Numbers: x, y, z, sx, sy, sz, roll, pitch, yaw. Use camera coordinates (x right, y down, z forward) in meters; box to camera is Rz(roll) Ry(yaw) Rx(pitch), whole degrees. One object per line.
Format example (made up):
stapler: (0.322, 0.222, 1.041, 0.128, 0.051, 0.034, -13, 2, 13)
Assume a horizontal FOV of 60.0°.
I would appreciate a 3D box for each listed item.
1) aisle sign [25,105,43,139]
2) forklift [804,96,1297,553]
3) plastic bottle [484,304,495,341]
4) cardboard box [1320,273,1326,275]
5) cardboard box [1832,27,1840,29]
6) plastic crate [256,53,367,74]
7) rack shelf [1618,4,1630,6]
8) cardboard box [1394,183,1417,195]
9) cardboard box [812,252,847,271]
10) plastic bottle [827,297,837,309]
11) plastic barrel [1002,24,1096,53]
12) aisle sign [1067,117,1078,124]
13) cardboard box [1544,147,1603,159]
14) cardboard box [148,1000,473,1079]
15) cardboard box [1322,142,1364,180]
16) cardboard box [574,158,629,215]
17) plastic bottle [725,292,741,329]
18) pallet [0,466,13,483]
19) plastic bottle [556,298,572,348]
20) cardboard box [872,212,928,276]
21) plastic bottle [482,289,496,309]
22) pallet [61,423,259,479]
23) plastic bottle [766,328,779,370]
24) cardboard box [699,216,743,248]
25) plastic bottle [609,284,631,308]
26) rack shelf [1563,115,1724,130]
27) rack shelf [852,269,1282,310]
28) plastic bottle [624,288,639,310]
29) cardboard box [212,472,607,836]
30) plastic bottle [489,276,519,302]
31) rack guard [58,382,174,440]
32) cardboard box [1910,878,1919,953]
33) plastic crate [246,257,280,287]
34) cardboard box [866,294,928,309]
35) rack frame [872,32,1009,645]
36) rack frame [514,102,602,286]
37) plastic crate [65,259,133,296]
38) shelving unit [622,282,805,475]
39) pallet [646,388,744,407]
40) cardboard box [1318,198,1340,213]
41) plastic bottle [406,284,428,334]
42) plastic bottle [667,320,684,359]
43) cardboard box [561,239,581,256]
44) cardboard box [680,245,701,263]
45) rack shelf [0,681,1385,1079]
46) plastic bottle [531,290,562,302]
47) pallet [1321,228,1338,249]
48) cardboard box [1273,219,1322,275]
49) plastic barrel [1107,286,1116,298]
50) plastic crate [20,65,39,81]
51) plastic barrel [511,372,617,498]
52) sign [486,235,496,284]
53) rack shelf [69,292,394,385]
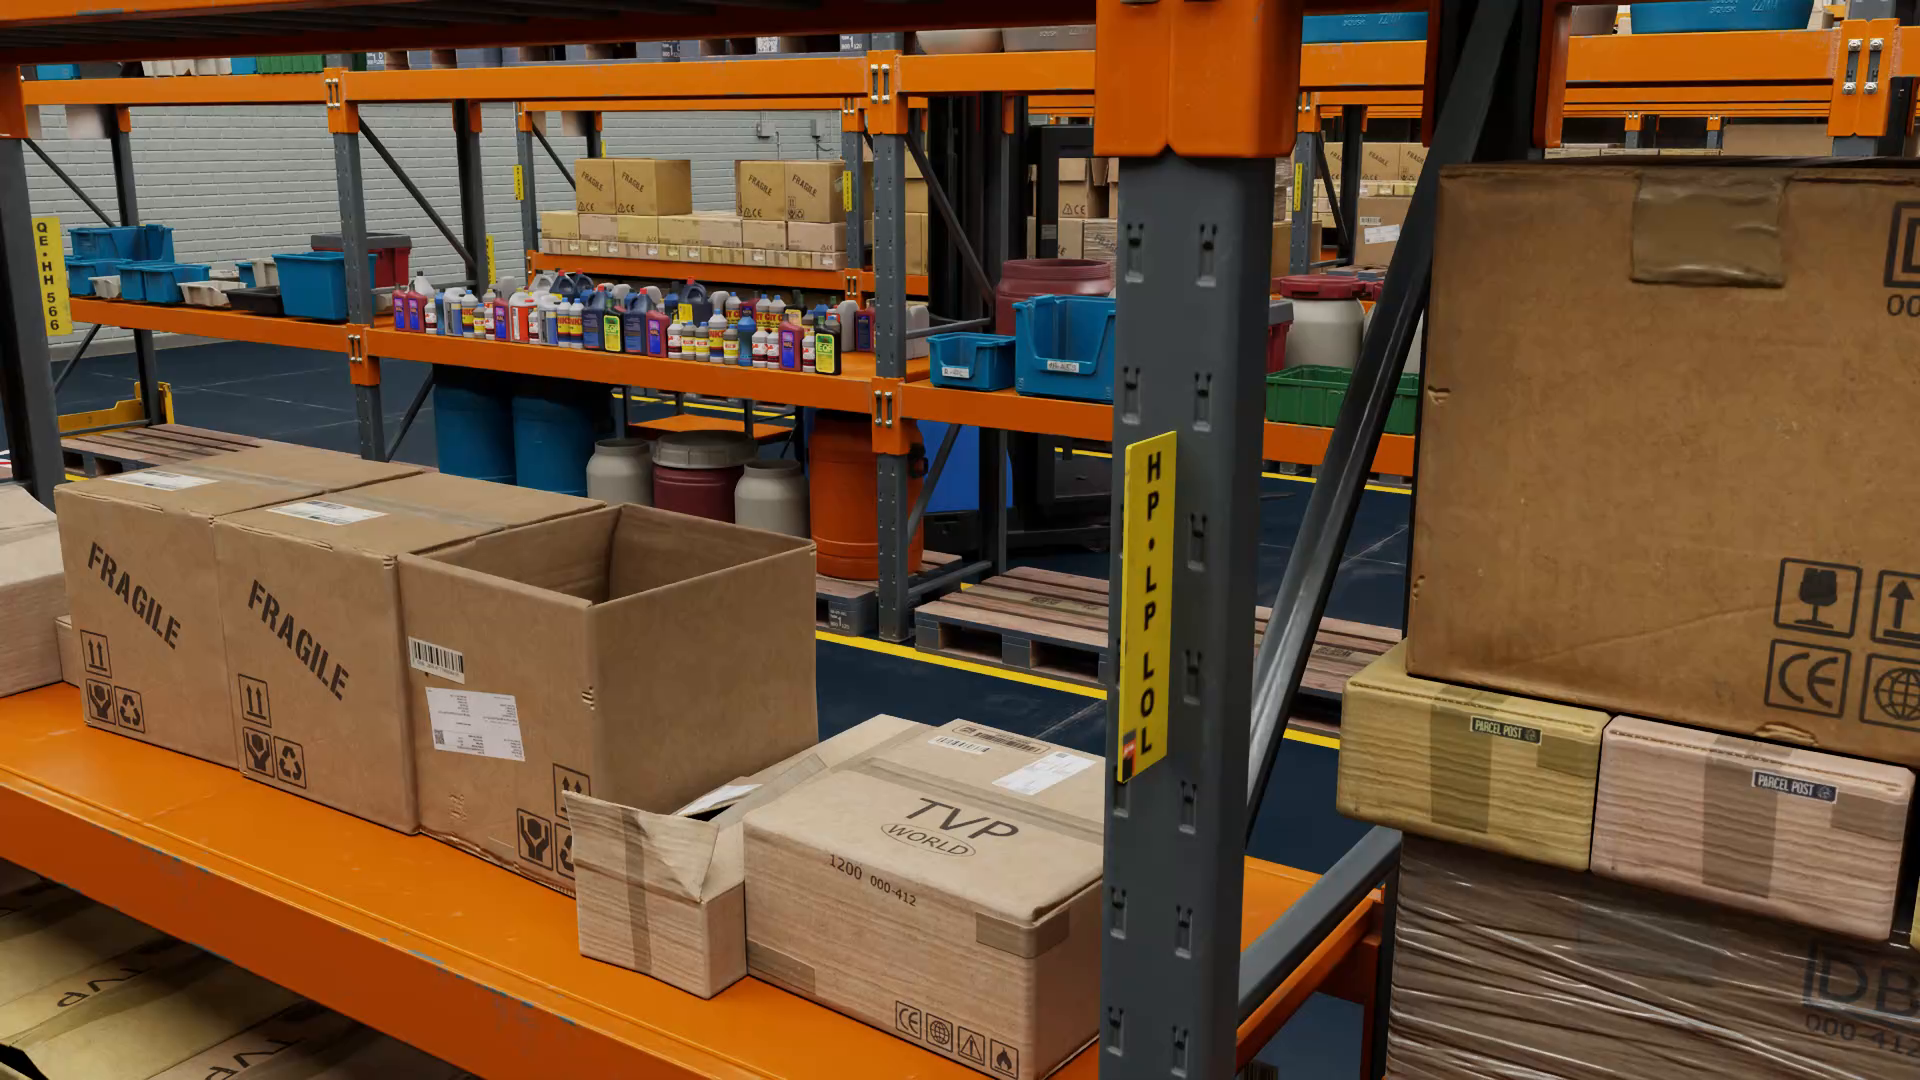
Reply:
aisle sign: (-6.941, -3.331, 12.127, 0.004, 0.787, 0.394, 9, 17, 33)
forklift: (0.596, -1.466, 10.146, 3.031, 2.935, 1.130, -4, 14, -16)
plastic bottle: (-2.679, -1.252, 9.550, 0.097, 0.201, 0.097, 0, 14, 0)
cardboard box: (3.844, -2.711, 17.798, 0.500, 0.250, 0.500, 8, 16, 30)
cardboard box: (7.711, -4.230, 14.155, 0.500, 0.250, 0.500, 9, 17, 32)
plastic crate: (-3.917, -2.932, 10.124, 0.662, 0.188, 0.450, 9, 17, 33)
rack shelf: (6.558, -6.646, 20.774, 4.000, 0.370, 1.077, 9, 17, 33)
cardboard box: (4.452, -3.423, 16.320, 0.250, 0.149, 0.380, 10, 17, 35)
cardboard box: (-1.068, -2.423, 14.394, 0.250, 0.149, 0.380, 9, 17, 33)
plastic bottle: (-0.726, -1.201, 9.174, 0.133, 0.283, 0.061, 9, 17, 33)
plastic barrel: (0.483, -2.592, 7.265, 0.600, 0.901, 0.600, 0, 14, 0)
aisle sign: (1.693, -6.416, 24.587, 0.004, 0.787, 0.394, 9, 17, 33)
cardboard box: (5.906, -3.480, 15.852, 0.500, 0.500, 0.700, 9, 17, 33)
cardboard box: (-1.285, 1.135, 3.176, 0.500, 0.311, 0.500, 9, 16, 32)
cardboard box: (5.103, -4.963, 21.842, 0.500, 0.500, 0.500, 9, 17, 33)
cardboard box: (-3.289, -3.357, 15.773, 0.500, 0.500, 0.500, 9, 16, 31)
plastic bottle: (-1.295, -1.282, 9.526, 0.097, 0.271, 0.097, 0, 14, 0)
pallet: (-3.447, -0.042, 4.652, 1.003, 0.211, 1.213, 9, 17, 33)
plastic bottle: (-2.183, -1.205, 9.218, 0.097, 0.271, 0.097, 0, 14, 0)
cardboard box: (-0.390, -2.507, 13.999, 0.500, 0.500, 0.500, 9, 17, 33)
plastic bottle: (-2.943, -1.470, 10.433, 0.097, 0.201, 0.097, 0, 14, 0)
pallet: (-6.053, -0.647, 12.497, 1.213, 0.211, 1.003, 9, 17, 33)
plastic bottle: (-0.928, -0.969, 8.407, 0.097, 0.201, 0.097, 0, 14, 0)
cardboard box: (-2.000, -2.786, 15.027, 0.500, 0.250, 0.500, 10, 17, 34)
plastic bottle: (-2.056, -1.399, 9.990, 0.135, 0.276, 0.152, 9, 17, 33)
rack shelf: (9.325, -6.375, 25.087, 4.000, 0.370, 1.077, 9, 17, 33)
rack shelf: (1.027, -1.952, 13.465, 4.000, 0.370, 1.077, 9, 17, 33)
plastic bottle: (-1.918, -1.338, 9.755, 0.097, 0.271, 0.097, 0, 14, 0)
cardboard box: (-1.007, 0.185, 3.125, 0.500, 0.500, 0.500, 9, 17, 33)
plastic bottle: (-2.889, -1.534, 10.534, 0.135, 0.276, 0.152, 9, 17, 33)
rack guard: (-6.743, -0.906, 12.943, 0.348, 0.500, 1.175, 9, 17, 33)
cardboard box: (1.012, 0.257, 1.485, 0.250, 0.149, 0.380, 9, 16, 31)
plastic crate: (-4.561, -1.795, 11.455, 0.530, 0.282, 0.437, 9, 17, 33)
cardboard box: (-0.090, -1.660, 14.336, 0.875, 0.875, 1.225, 9, 17, 33)
rack frame: (-0.077, -1.046, 8.306, 0.127, 3.000, 1.000, 9, 17, 33)
rack frame: (-3.951, -3.106, 16.629, 0.127, 3.000, 1.000, 9, 17, 33)
plastic crate: (-6.148, -1.880, 11.897, 0.300, 0.233, 0.416, 9, 17, 33)
shelving unit: (-1.541, -0.803, 10.303, 1.083, 1.500, 0.587, 9, 17, 34)
pallet: (-2.236, -1.497, 15.932, 1.213, 0.211, 1.003, 9, 17, 33)
cardboard box: (3.803, -3.383, 16.777, 0.250, 0.149, 0.380, 10, 17, 34)
plastic bottle: (-3.220, -1.374, 9.872, 0.133, 0.283, 0.061, 9, 17, 33)
plastic bottle: (-1.494, -1.060, 8.776, 0.097, 0.201, 0.097, 0, 14, 0)
cardboard box: (-3.627, -2.837, 16.063, 0.250, 0.149, 0.380, 9, 16, 32)
cardboard box: (-2.345, -2.630, 15.228, 0.250, 0.149, 0.380, 10, 17, 34)
rack shelf: (-1.185, 0.559, 3.321, 4.000, 0.370, 1.077, 9, 17, 33)
plastic bottle: (-2.372, -1.290, 9.551, 0.135, 0.276, 0.152, 9, 17, 33)
pallet: (3.873, -3.173, 17.298, 1.213, 0.211, 1.003, 9, 17, 33)
cardboard box: (2.435, -2.201, 12.765, 0.500, 0.500, 0.500, 10, 17, 34)
plastic barrel: (0.895, -1.005, 7.907, 0.421, 0.512, 0.421, 0, 14, 0)
plastic crate: (-6.552, -3.404, 11.862, 0.590, 0.269, 0.497, 9, 17, 33)
plastic barrel: (-2.367, -0.596, 9.982, 0.708, 0.901, 0.600, 9, 17, 33)
sign: (-3.088, -1.826, 10.881, 0.005, 0.325, 0.100, 9, 17, 33)
rack shelf: (-5.056, -1.501, 11.643, 4.000, 0.370, 1.077, 9, 17, 33)
